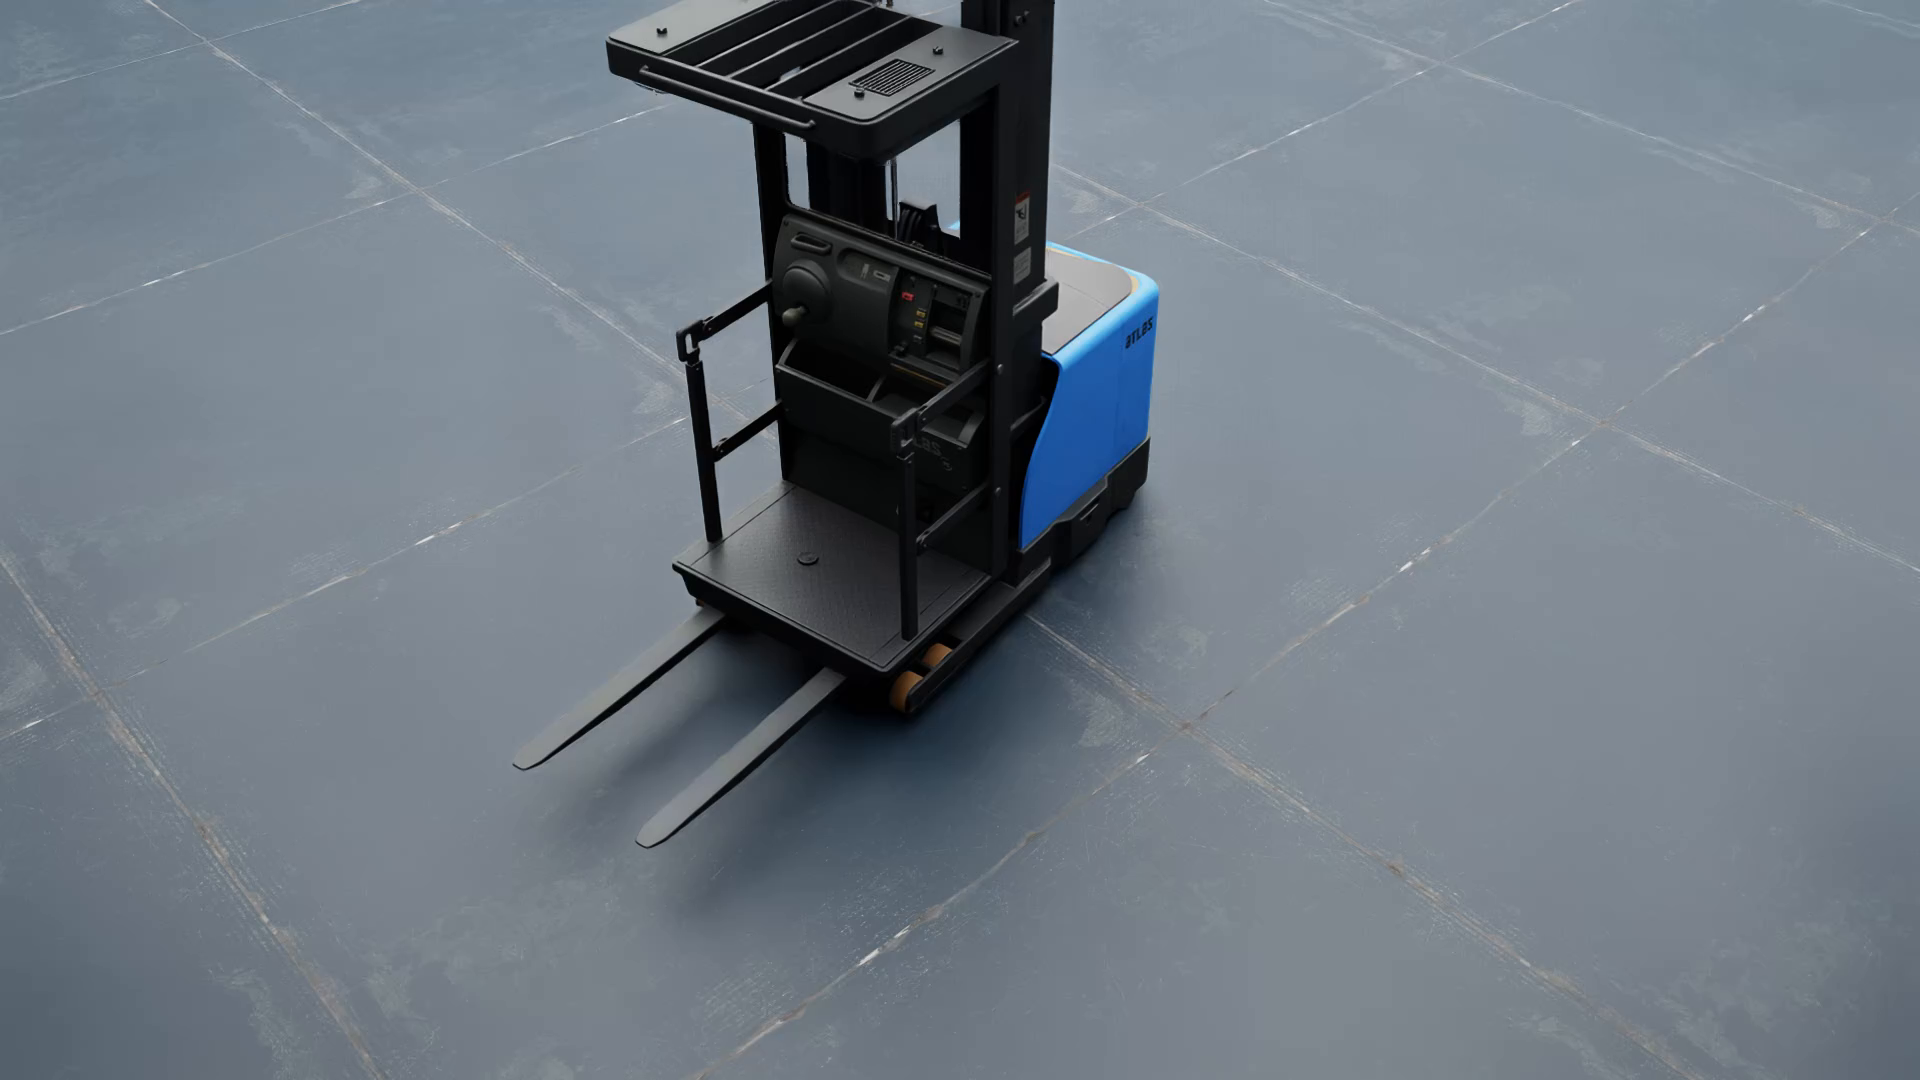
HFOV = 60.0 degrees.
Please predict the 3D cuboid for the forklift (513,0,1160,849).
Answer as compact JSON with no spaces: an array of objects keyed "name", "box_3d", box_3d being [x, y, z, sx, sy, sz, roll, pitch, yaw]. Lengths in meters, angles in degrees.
[{"name":"forklift","box_3d":[-0.431,-0.817,5.929,1.130,2.935,3.031,25,45,27]}]
